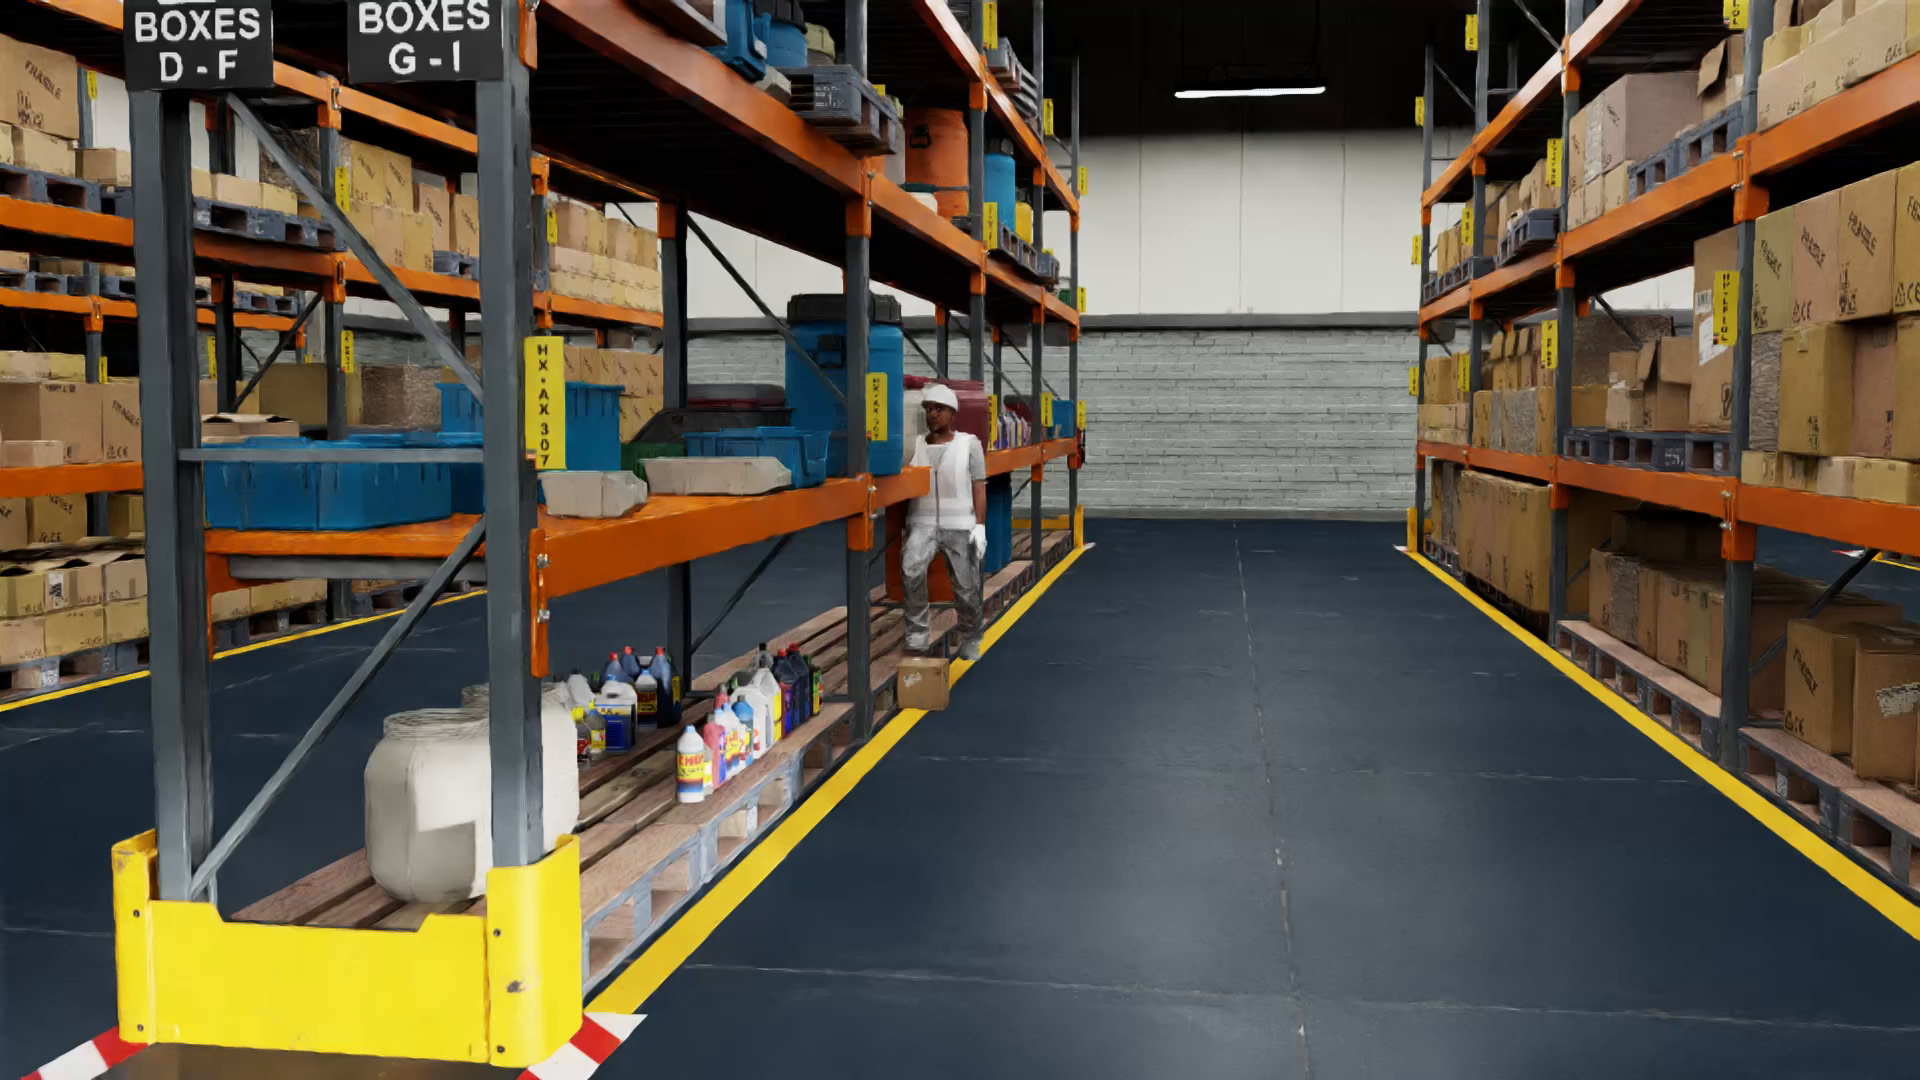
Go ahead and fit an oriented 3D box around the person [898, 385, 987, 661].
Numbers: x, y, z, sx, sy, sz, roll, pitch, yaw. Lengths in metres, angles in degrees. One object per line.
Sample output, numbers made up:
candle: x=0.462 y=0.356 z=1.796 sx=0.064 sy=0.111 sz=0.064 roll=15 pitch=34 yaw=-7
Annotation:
person: x=-0.111 y=-0.083 z=9.928 sx=0.557 sy=1.679 sz=0.880 roll=0 pitch=4 yaw=6
